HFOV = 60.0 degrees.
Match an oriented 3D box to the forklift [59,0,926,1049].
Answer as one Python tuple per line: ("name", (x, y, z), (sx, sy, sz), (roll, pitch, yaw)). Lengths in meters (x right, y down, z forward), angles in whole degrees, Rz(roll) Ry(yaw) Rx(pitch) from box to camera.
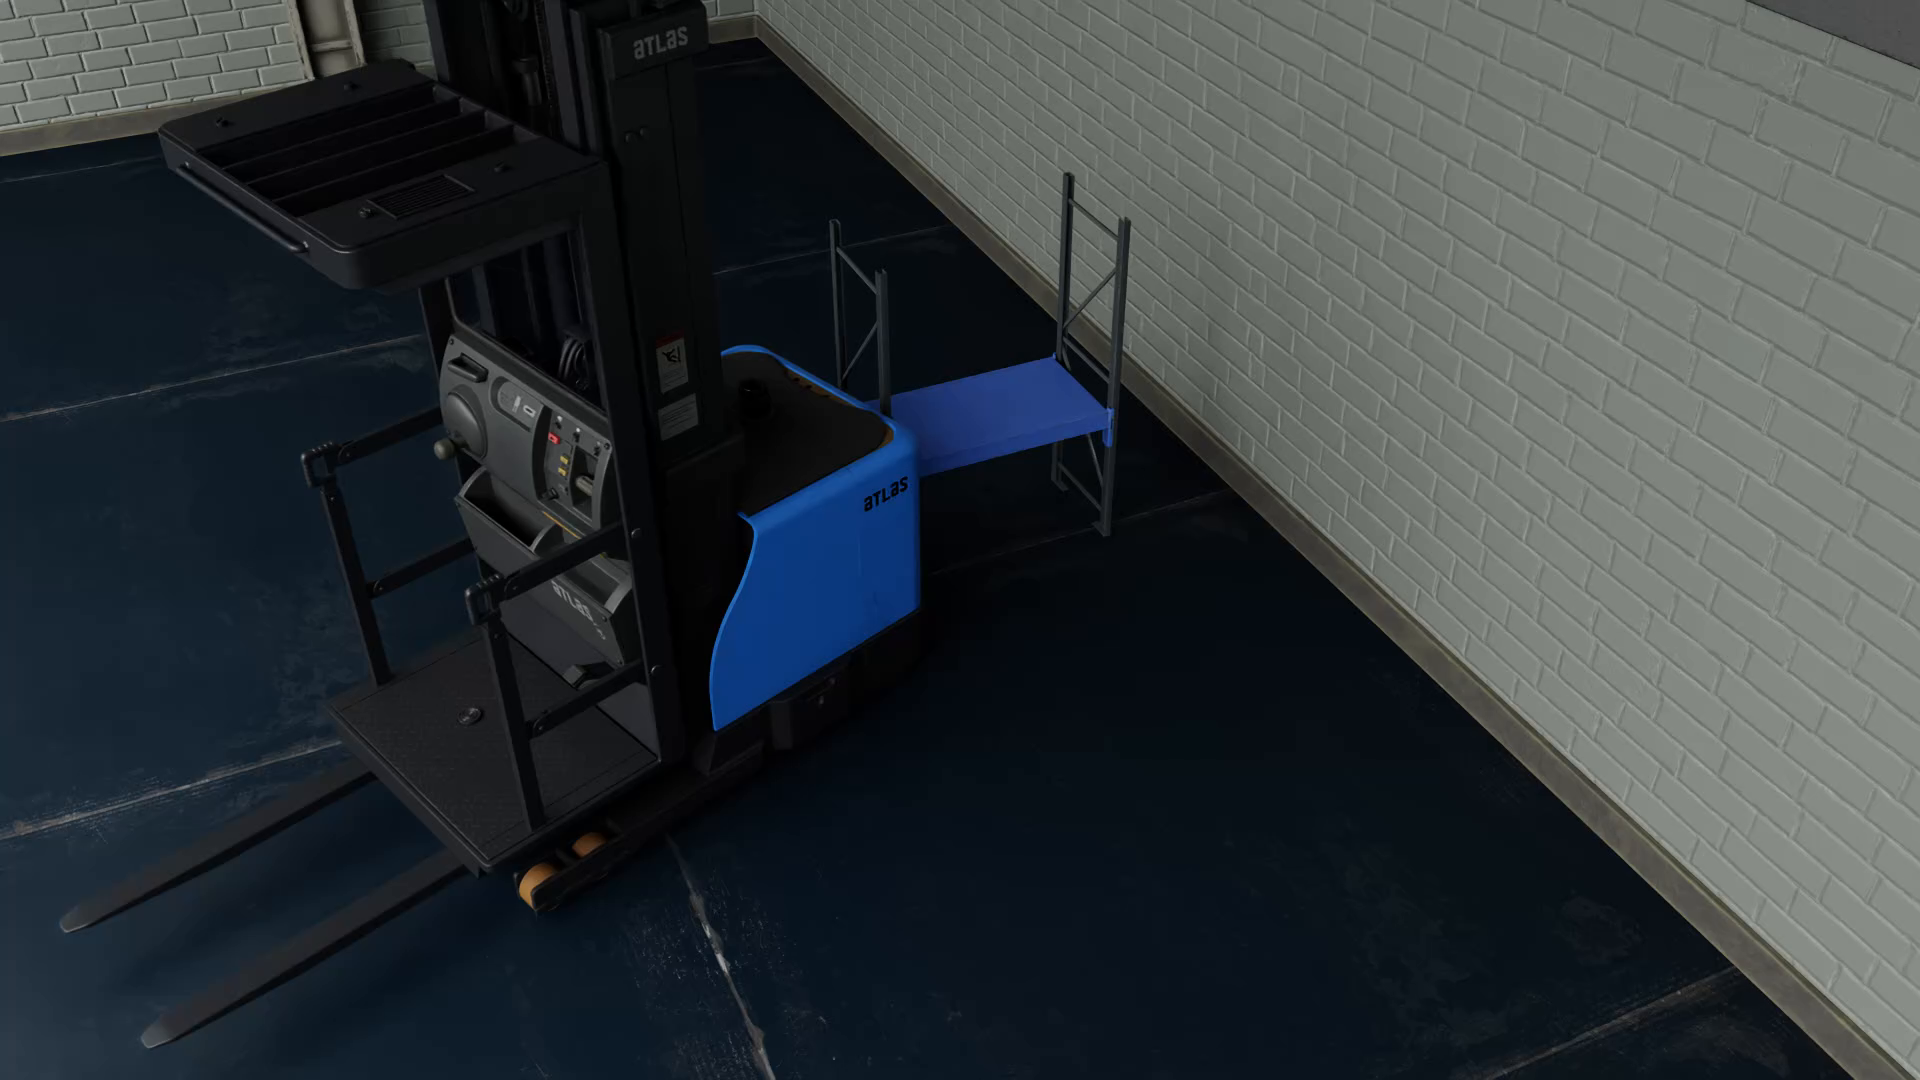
("forklift", (-1.535, -0.283, 5.171), (3.031, 2.935, 1.130), (-31, 46, -34))

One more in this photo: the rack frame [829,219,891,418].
("rack frame", (-0.383, -0.495, 6.659), (0.032, 1.500, 0.500), (-16, 39, -20))

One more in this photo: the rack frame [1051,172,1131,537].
("rack frame", (0.537, -0.753, 7.006), (0.032, 1.500, 0.500), (-16, 39, -20))

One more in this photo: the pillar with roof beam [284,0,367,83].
("pillar with roof beam", (-2.305, -4.182, 5.335), (0.400, 9.000, 9.100), (-16, 39, -20))

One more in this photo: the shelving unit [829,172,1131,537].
("shelving unit", (0.077, -0.624, 6.832), (1.048, 1.500, 0.538), (-16, 39, -20))

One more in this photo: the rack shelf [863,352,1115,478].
("rack shelf", (0.077, -0.480, 6.939), (1.000, 0.185, 0.538), (-16, 39, -20))
